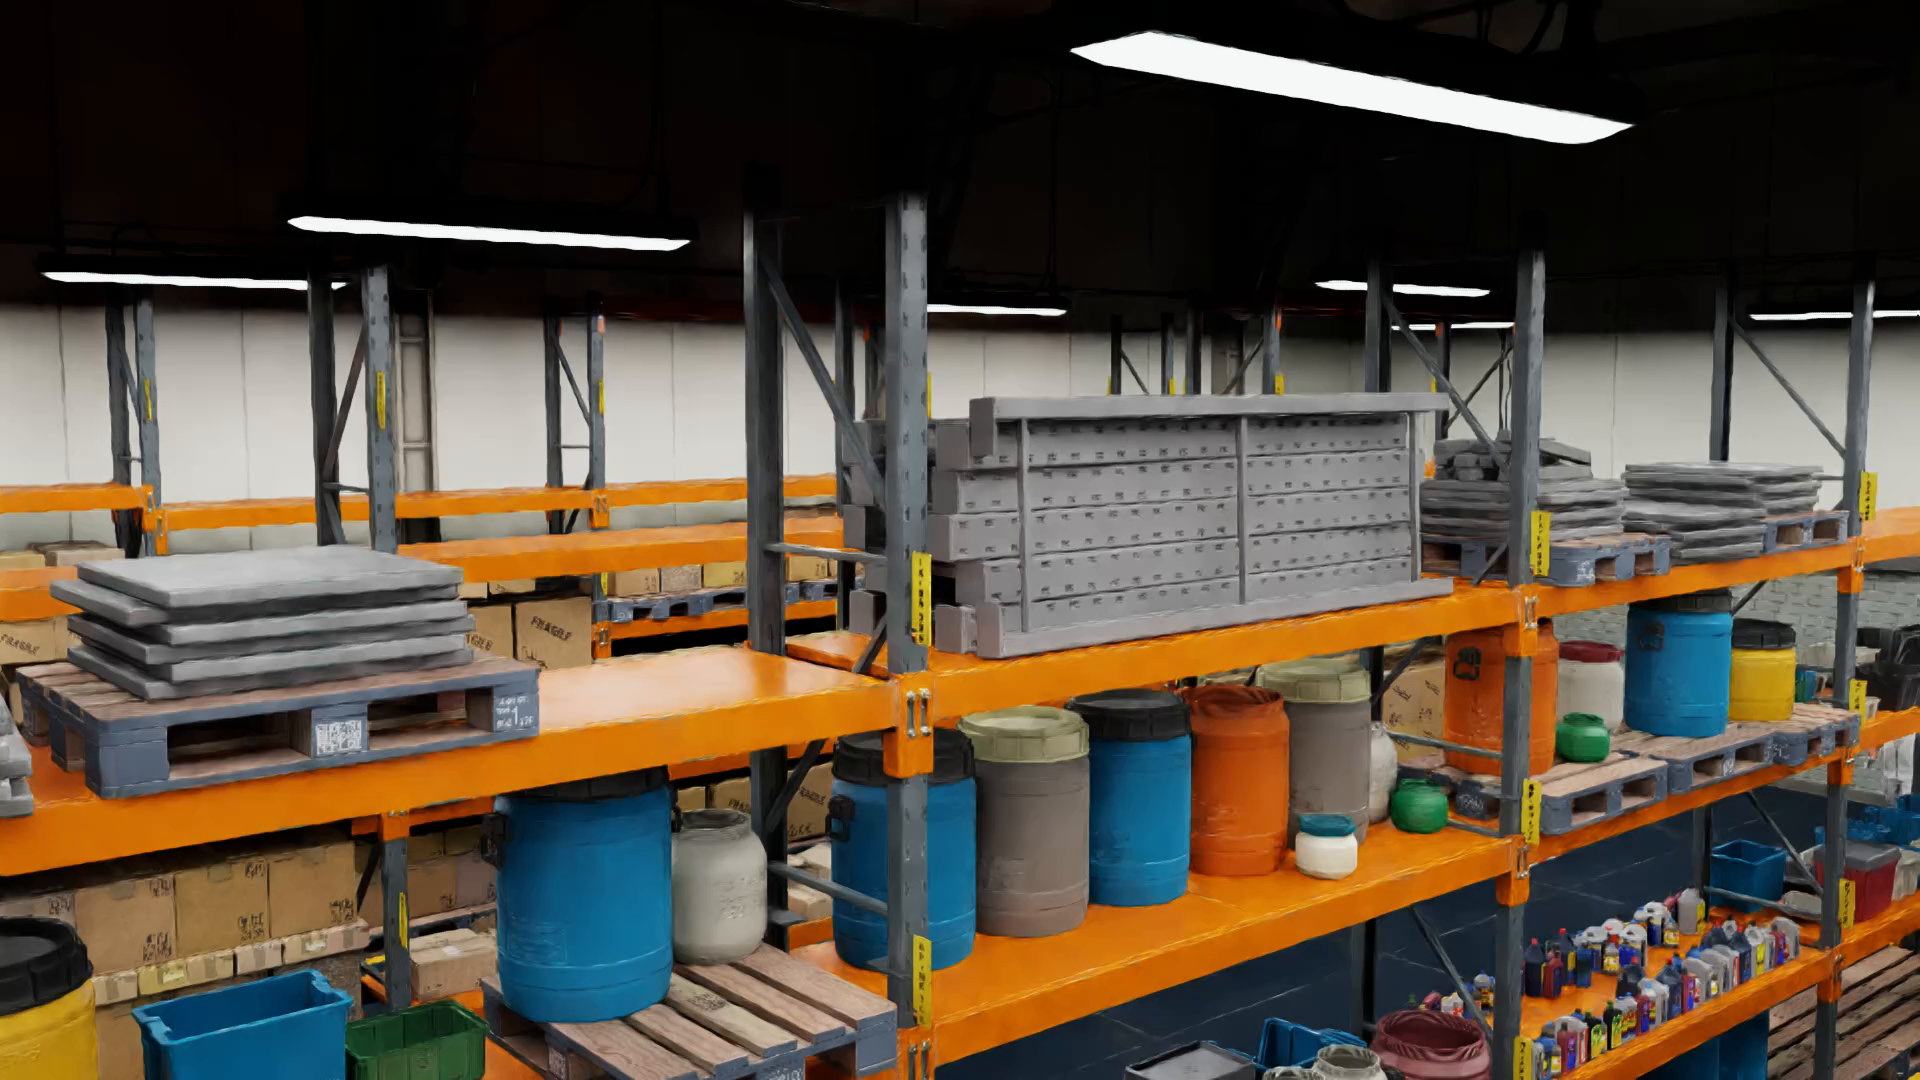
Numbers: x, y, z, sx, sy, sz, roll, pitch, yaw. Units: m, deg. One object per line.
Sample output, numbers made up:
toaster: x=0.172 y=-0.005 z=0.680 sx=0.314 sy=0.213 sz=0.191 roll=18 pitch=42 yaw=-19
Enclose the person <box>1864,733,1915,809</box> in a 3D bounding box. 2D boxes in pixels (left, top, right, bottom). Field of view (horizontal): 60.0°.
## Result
person: x=10.198 y=2.577 z=17.971 sx=0.835 sy=1.722 sz=0.703 roll=-4 pitch=7 yaw=-35
